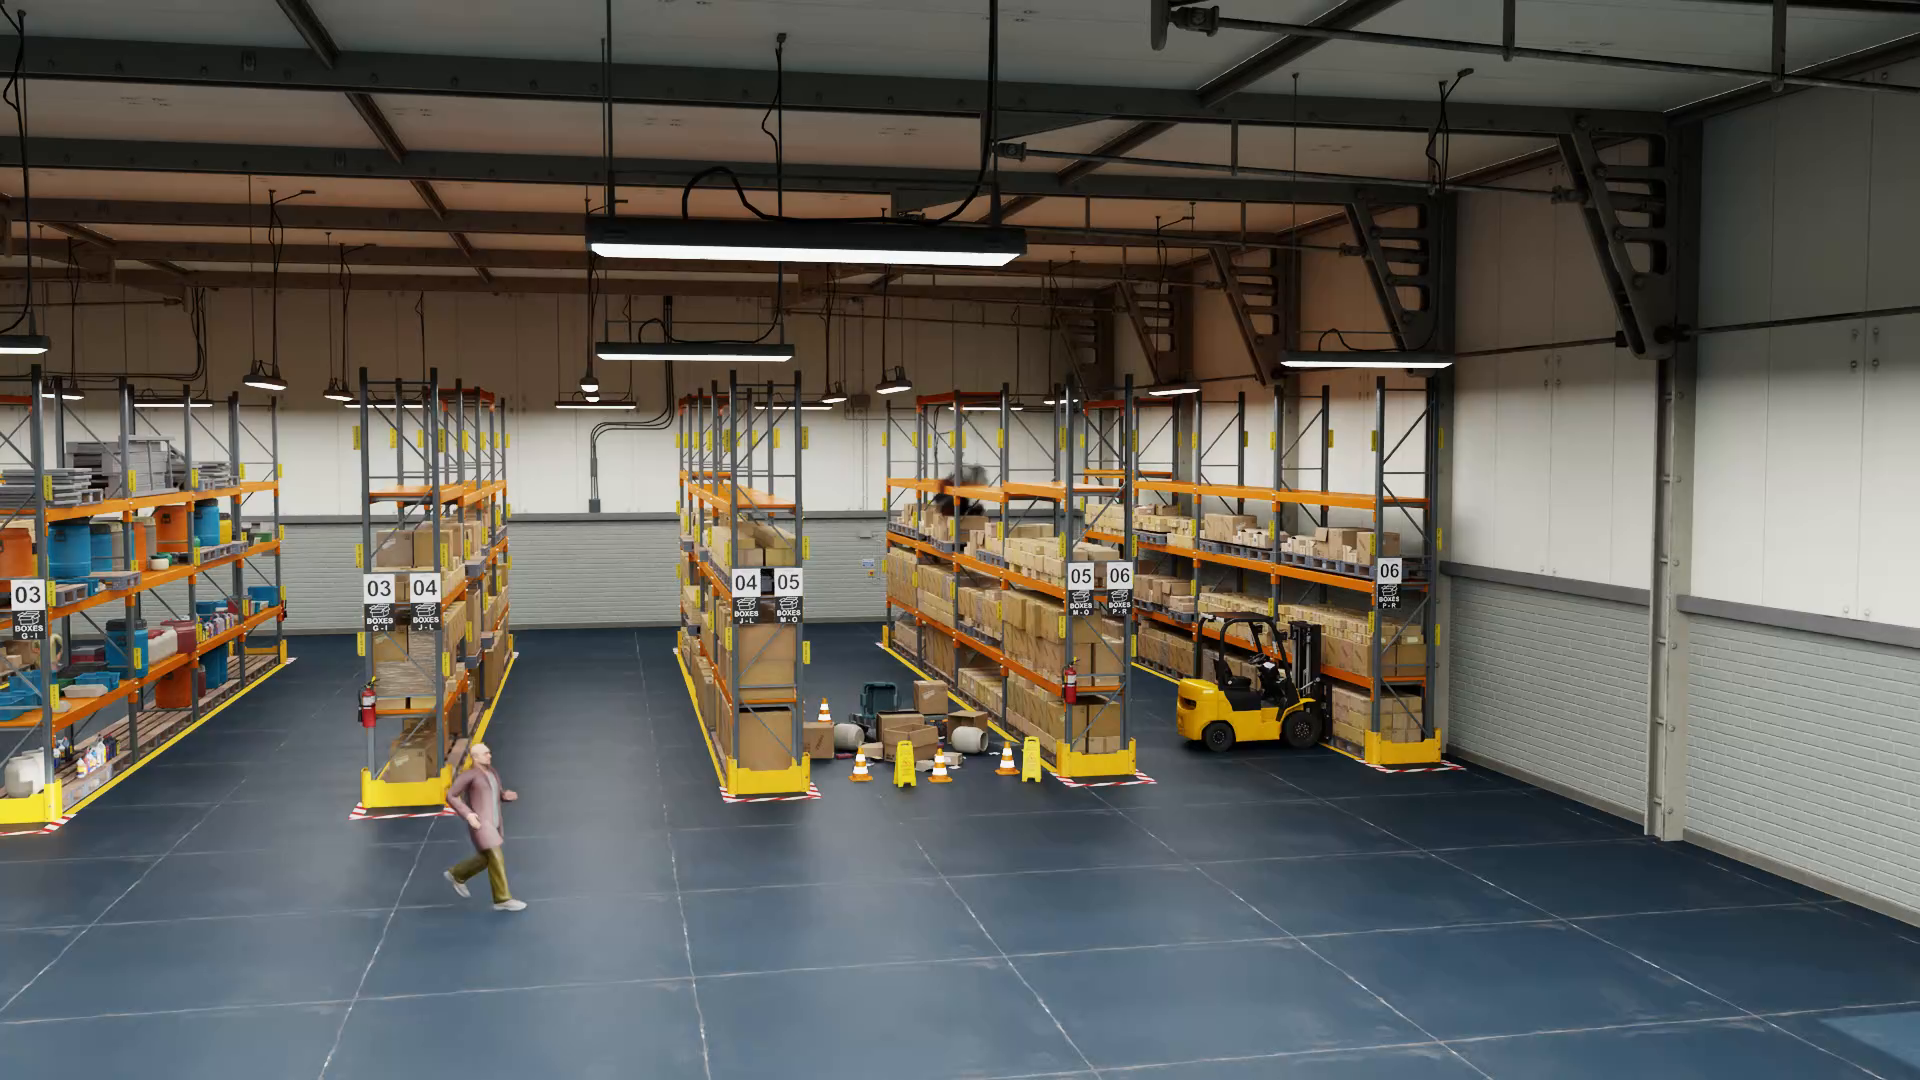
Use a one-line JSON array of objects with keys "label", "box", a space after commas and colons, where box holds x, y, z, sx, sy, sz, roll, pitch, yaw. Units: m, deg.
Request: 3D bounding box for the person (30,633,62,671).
[{"label": "person", "box": [-17.002, 2.330, 30.980, 0.562, 1.667, 0.607, -1, 4, -20]}]

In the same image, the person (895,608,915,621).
[{"label": "person", "box": [-1.398, 1.674, 41.914, 0.755, 1.646, 0.739, 1, 3, 13]}]

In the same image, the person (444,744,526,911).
[{"label": "person", "box": [-5.094, 3.047, 17.747, 1.033, 1.754, 0.714, 1, 4, 15]}]
